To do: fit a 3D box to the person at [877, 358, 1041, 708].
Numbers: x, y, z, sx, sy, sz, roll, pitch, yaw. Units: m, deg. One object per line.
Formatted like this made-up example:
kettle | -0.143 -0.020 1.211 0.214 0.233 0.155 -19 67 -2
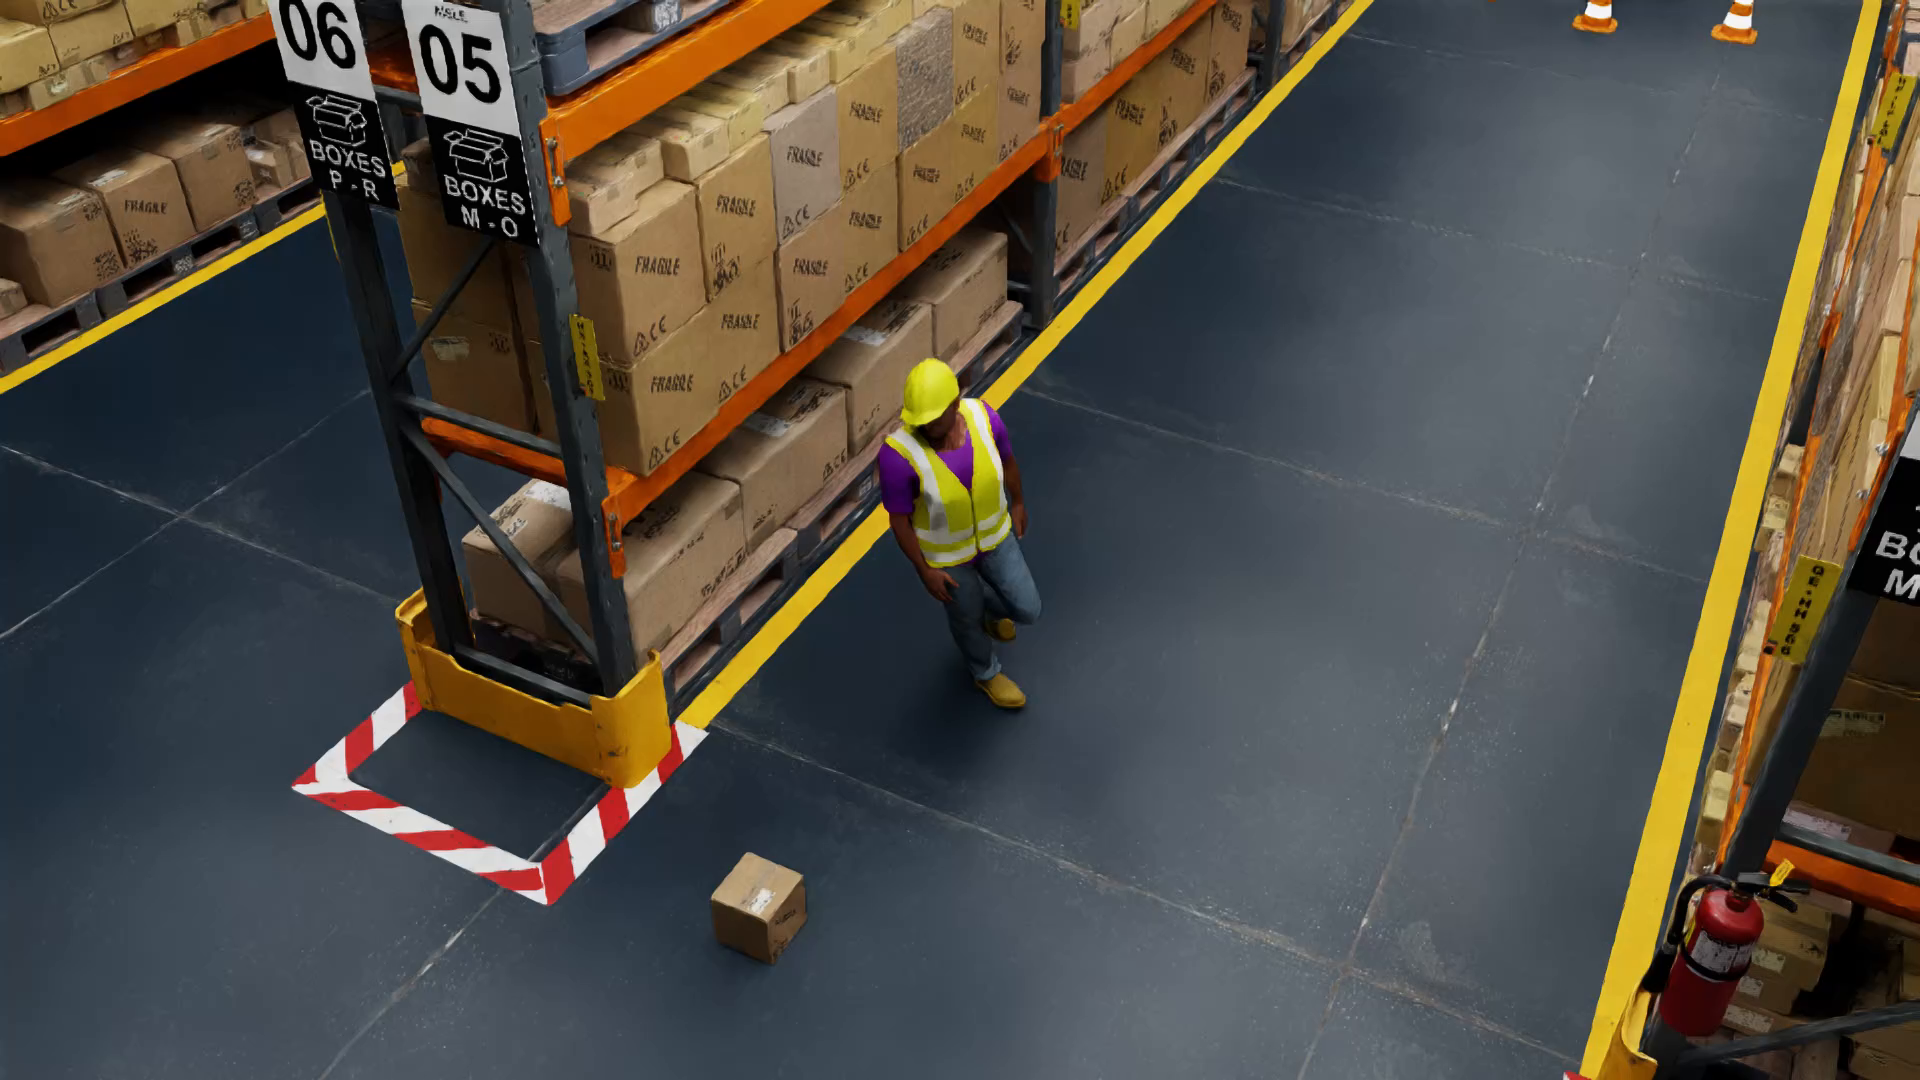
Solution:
person | 0.017 -0.019 6.762 0.704 1.745 0.513 -21 43 -25
